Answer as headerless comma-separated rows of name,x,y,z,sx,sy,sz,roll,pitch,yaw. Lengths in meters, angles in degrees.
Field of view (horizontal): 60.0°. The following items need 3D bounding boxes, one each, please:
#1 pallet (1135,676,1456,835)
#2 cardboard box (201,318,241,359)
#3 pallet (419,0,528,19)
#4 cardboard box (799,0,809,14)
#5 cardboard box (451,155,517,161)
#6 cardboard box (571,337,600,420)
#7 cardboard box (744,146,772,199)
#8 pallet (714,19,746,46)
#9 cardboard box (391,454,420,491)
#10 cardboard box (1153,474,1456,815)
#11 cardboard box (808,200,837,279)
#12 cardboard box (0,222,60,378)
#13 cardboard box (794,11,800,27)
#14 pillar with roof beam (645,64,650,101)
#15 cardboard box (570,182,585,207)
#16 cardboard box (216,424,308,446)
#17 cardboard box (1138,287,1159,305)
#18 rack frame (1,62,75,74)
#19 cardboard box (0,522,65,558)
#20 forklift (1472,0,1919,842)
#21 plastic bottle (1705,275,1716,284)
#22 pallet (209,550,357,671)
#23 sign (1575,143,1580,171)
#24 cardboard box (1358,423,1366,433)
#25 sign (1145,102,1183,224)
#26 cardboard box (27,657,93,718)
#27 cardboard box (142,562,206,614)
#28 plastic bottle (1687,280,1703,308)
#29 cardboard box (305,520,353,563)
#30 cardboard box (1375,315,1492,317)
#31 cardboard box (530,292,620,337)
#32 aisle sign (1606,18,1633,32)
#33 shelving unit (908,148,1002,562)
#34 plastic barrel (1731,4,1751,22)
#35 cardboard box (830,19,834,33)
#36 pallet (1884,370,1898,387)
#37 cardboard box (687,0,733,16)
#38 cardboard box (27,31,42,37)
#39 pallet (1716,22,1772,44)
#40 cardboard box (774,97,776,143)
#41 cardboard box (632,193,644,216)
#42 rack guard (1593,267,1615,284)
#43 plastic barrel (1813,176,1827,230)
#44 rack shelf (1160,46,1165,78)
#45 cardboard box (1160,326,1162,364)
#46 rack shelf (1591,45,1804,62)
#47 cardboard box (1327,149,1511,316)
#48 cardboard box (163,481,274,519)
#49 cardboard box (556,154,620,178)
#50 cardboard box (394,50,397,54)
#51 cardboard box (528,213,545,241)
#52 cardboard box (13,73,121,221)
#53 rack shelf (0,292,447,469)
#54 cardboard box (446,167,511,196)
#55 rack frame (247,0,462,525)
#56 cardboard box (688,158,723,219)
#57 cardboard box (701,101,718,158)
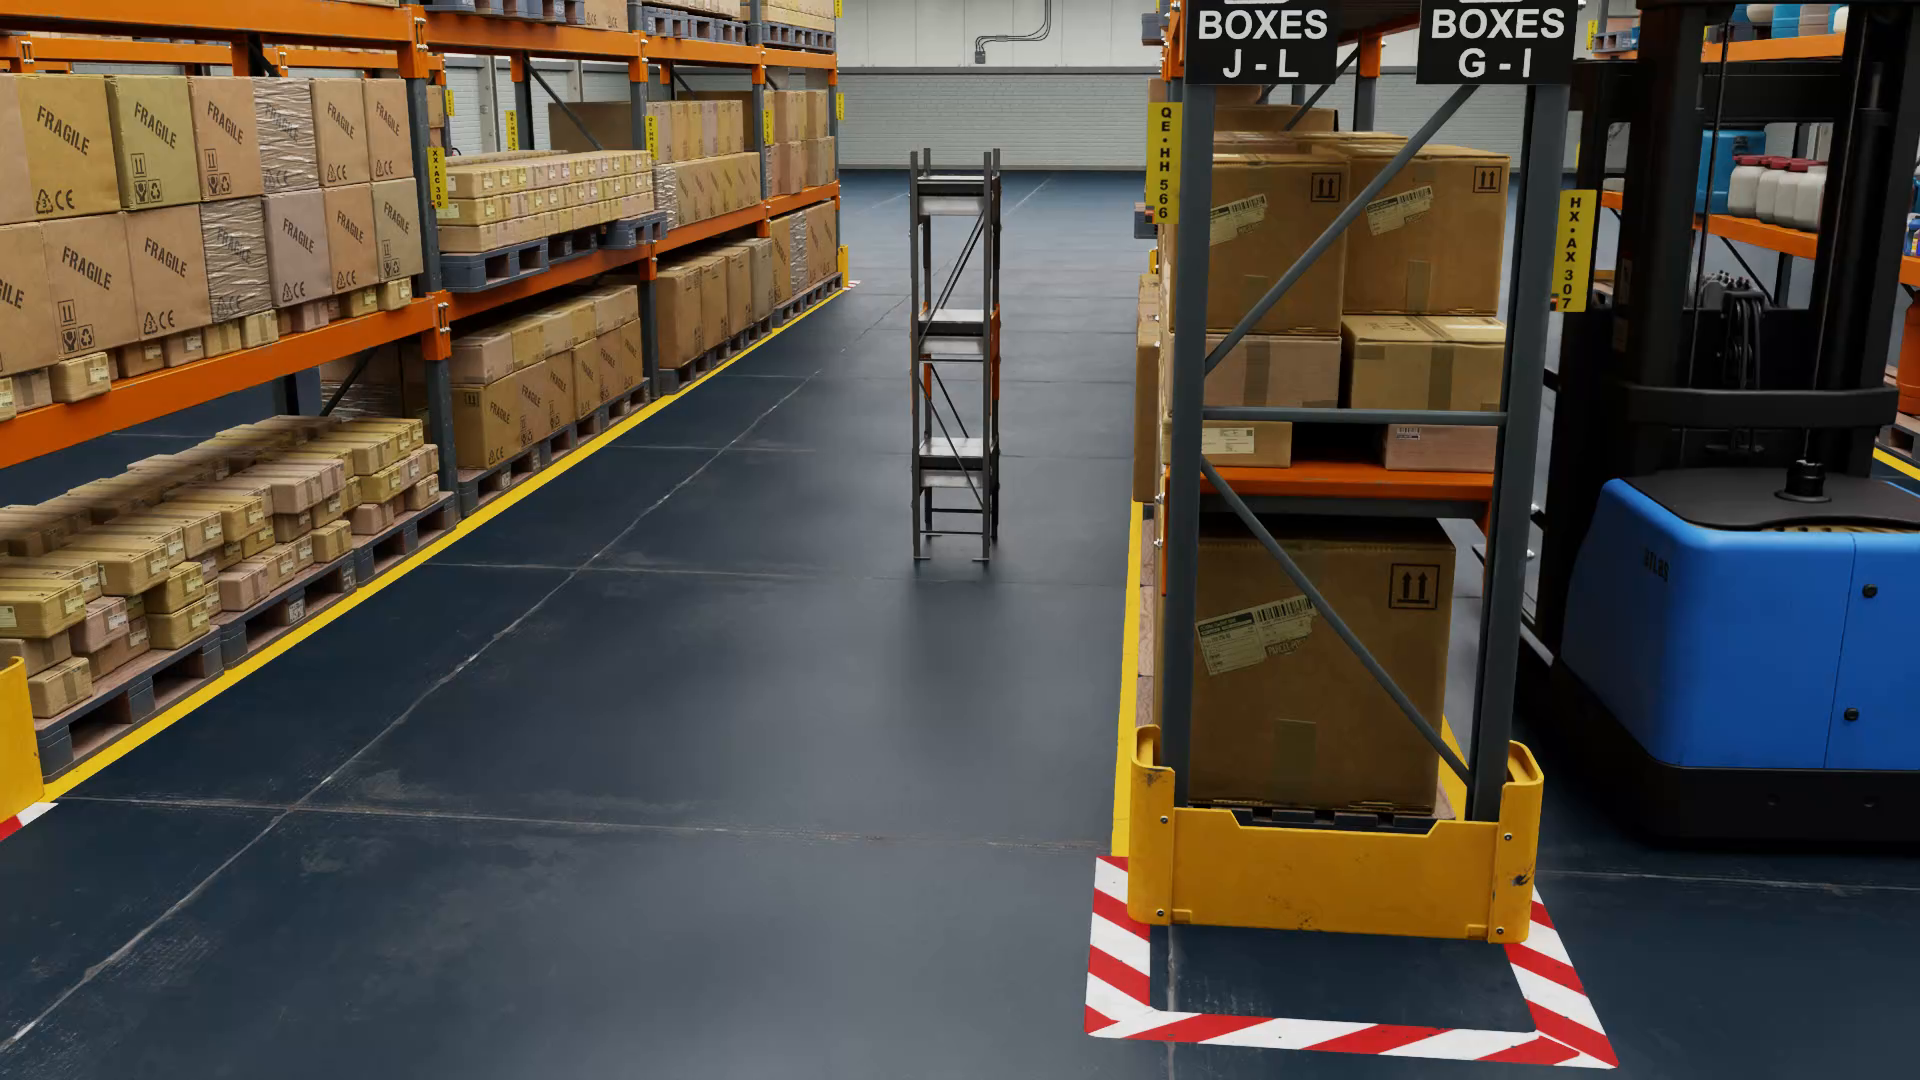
pallet,1.113,0.795,5.817,1.003,0.211,1.213,2,15,6
cardboard box,-3.329,-0.873,7.125,0.380,0.149,0.250,2,15,8
pallet,-3.190,-3.065,9.365,1.213,0.211,1.003,2,15,6
cardboard box,-1.961,-5.908,18.239,0.500,0.250,0.500,2,15,7
cardboard box,-3.277,-2.571,11.460,0.380,0.149,0.250,2,15,9
cardboard box,-2.834,-1.134,11.594,0.500,0.500,0.500,1,15,4
cardboard box,-2.433,-3.794,17.161,0.875,0.550,0.550,2,15,6
pallet,-2.517,-4.742,15.574,0.805,0.209,1.217,1,15,4
cardboard box,-3.103,-0.360,8.833,0.380,0.149,0.250,1,15,4
cardboard box,1.093,0.313,5.523,0.875,0.875,0.875,2,15,6
cardboard box,-2.022,-3.663,20.227,0.875,0.875,0.875,2,15,7
cardboard box,-3.491,-0.814,5.664,0.500,0.500,0.500,2,15,9
cardboard box,-1.942,-5.618,17.933,0.380,0.149,0.250,2,15,6
pillar with roof beam,-5.185,-15.324,48.595,9.100,9.000,0.400,2,15,6
cardboard box,-2.689,-2.270,10.919,0.380,0.149,0.250,1,15,5
cardboard box,-3.700,-0.512,8.826,0.380,0.149,0.250,2,15,9
cardboard box,1.796,-1.184,11.060,1.225,0.875,0.875,2,15,6
rack frame,-11.873,-4.928,21.641,1.000,3.000,0.127,2,15,6
cardboard box,-3.928,0.028,6.829,0.380,0.149,0.250,1,15,4
forklift,2.807,-0.778,6.425,1.130,2.935,3.031,1,15,2
plastic bottle,8.000,-2.689,17.735,0.152,0.276,0.135,2,15,7
pallet,-3.541,0.288,7.694,1.003,0.211,1.213,2,15,6
sign,7.281,-4.496,19.513,0.100,0.325,0.005,2,15,6
cardboard box,1.524,-0.435,5.507,0.380,0.149,0.250,1,15,5
sign,0.563,-1.034,4.568,0.100,0.325,0.005,2,15,6
cardboard box,-3.439,0.533,6.100,0.380,0.149,0.250,2,15,7
cardboard box,-3.339,0.189,6.803,0.380,0.149,0.250,2,15,8
plastic bottle,7.305,-2.413,16.570,0.144,0.351,0.185,2,15,6
cardboard box,-3.187,0.003,8.063,0.380,0.149,0.250,2,15,6
cardboard box,1.475,-0.664,5.589,0.500,0.250,0.500,2,15,6
cardboard box,-2.777,-1.630,11.992,0.500,0.250,0.500,2,15,7
aisle sign,7.544,-5.627,19.247,0.394,0.787,0.004,2,15,6
shelving unit,-0.019,-0.971,8.729,0.431,2.100,0.503,2,15,6
plastic barrel,7.595,-5.456,16.080,0.600,0.901,0.708,2,15,6
cardboard box,-1.712,-6.145,19.879,0.380,0.149,0.250,2,15,6
pallet,7.050,-1.124,12.915,1.003,0.211,1.213,2,15,6
cardboard box,-2.383,-4.926,15.177,0.500,0.250,0.500,2,15,6
cardboard box,-7.639,-4.112,13.356,0.380,0.149,0.250,2,15,6
pallet,7.360,-4.855,15.984,1.213,0.211,1.003,2,15,6
cardboard box,-2.440,-4.460,17.555,0.875,0.550,0.550,2,15,6
cardboard box,-2.542,-2.464,12.205,0.380,0.149,0.250,2,15,6
rack guard,7.865,-3.117,19.733,1.175,0.500,0.348,2,15,6
plastic barrel,6.828,-2.597,12.807,0.421,0.512,0.421,0,15,0
rack shelf,2.229,-4.036,13.972,1.077,0.370,4.000,2,15,6
cardboard box,1.014,-0.786,6.805,0.380,0.149,0.250,1,15,5
rack shelf,7.602,-4.927,17.269,1.077,0.370,4.000,2,15,6
cardboard box,1.479,-1.021,5.471,0.500,0.500,0.500,1,15,5
cardboard box,-3.358,-0.163,7.536,0.380,0.149,0.250,2,15,6
cardboard box,-2.600,-2.614,11.620,0.380,0.149,0.250,2,15,8
cardboard box,-6.857,-5.812,19.644,0.380,0.149,0.250,2,15,7
cardboard box,-2.777,-1.923,10.204,0.380,0.149,0.250,2,15,7
cardboard box,-3.451,-1.428,6.019,0.500,0.500,0.500,2,15,8
rack shelf,-3.591,-0.685,7.327,1.077,0.370,4.000,2,15,6
cardboard box,-2.838,-2.081,9.648,0.380,0.149,0.250,2,15,8
rack frame,-3.365,-1.551,9.152,1.000,3.000,0.127,2,15,6
cardboard box,-2.424,-3.137,14.826,0.500,0.500,0.500,2,15,6
cardboard box,-2.626,-3.763,15.227,0.700,0.500,0.500,2,15,7
